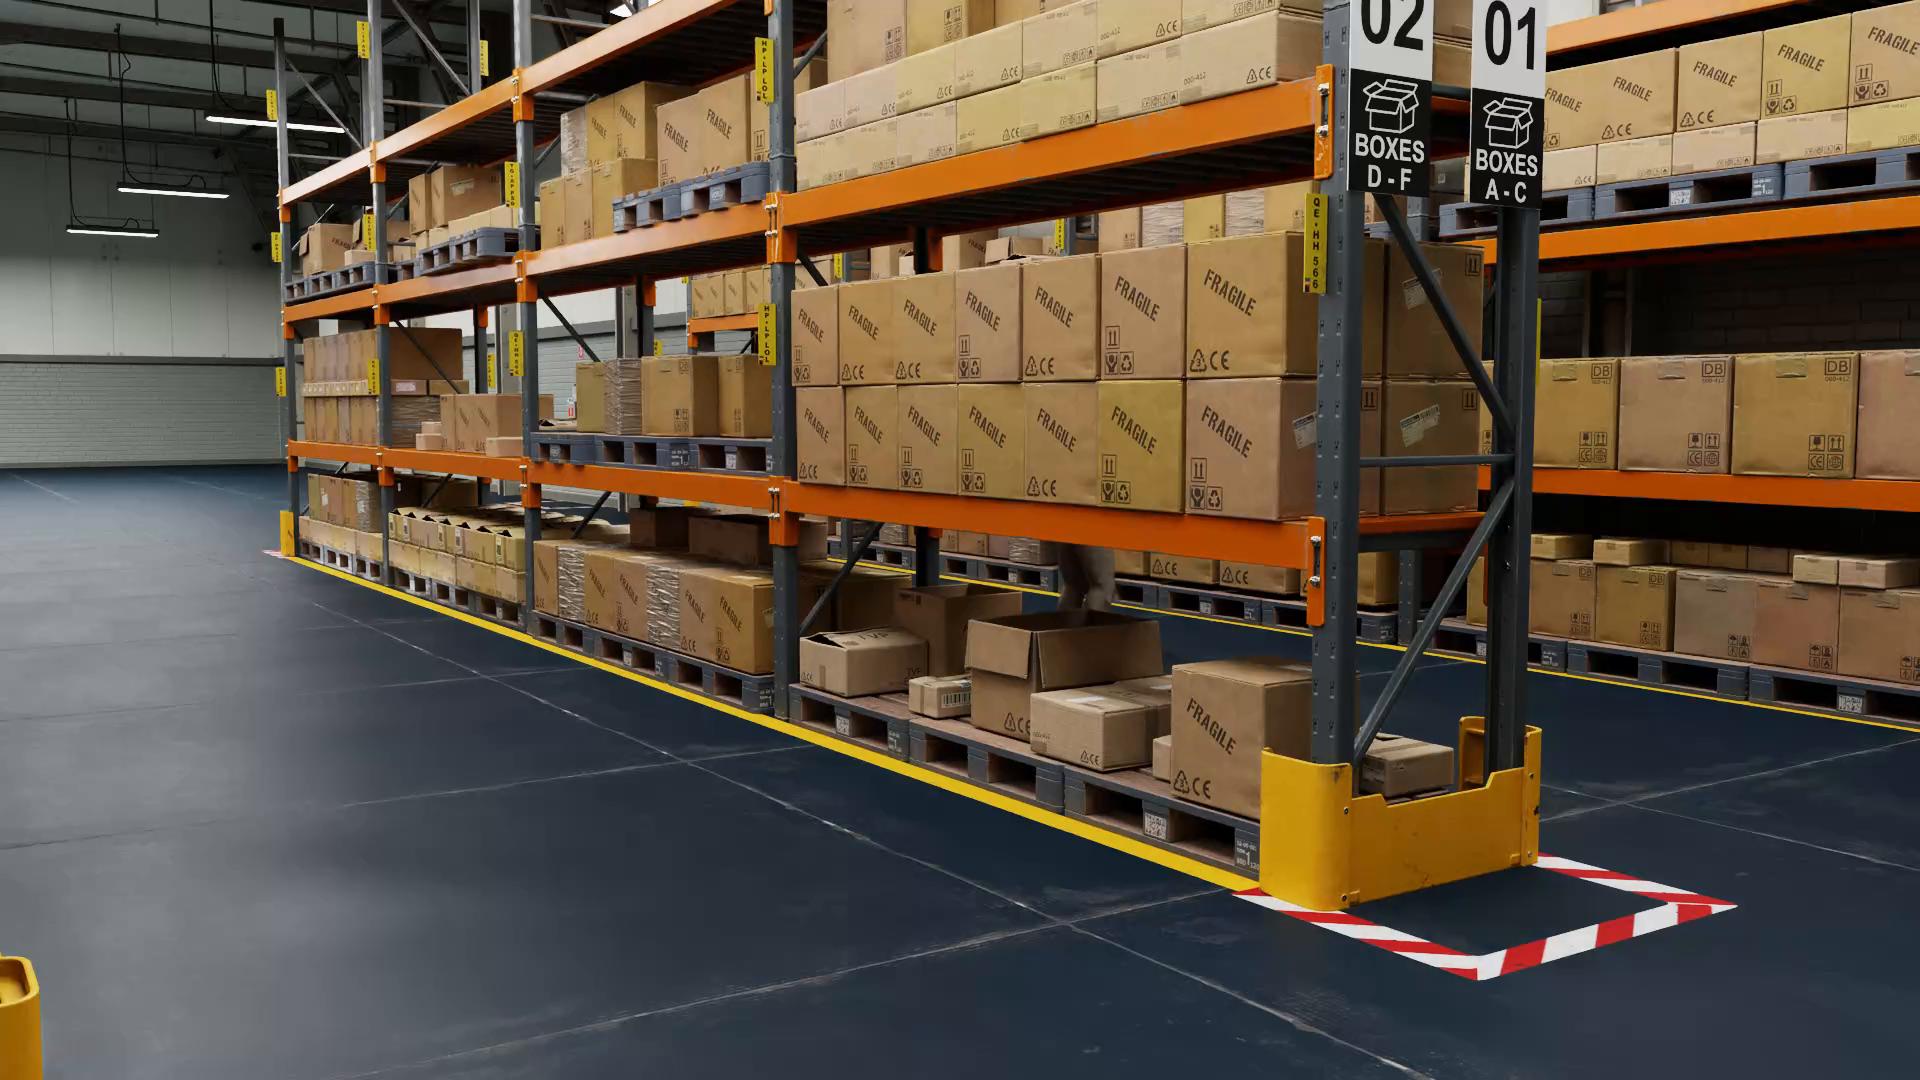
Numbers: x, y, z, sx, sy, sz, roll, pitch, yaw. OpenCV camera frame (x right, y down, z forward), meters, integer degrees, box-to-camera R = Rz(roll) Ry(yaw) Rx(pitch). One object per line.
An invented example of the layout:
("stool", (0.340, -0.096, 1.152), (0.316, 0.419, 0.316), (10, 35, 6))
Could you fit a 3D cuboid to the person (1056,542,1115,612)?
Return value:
("person", (0.904, -0.056, 11.180), (0.524, 1.722, 0.490), (-3, 6, -33))
